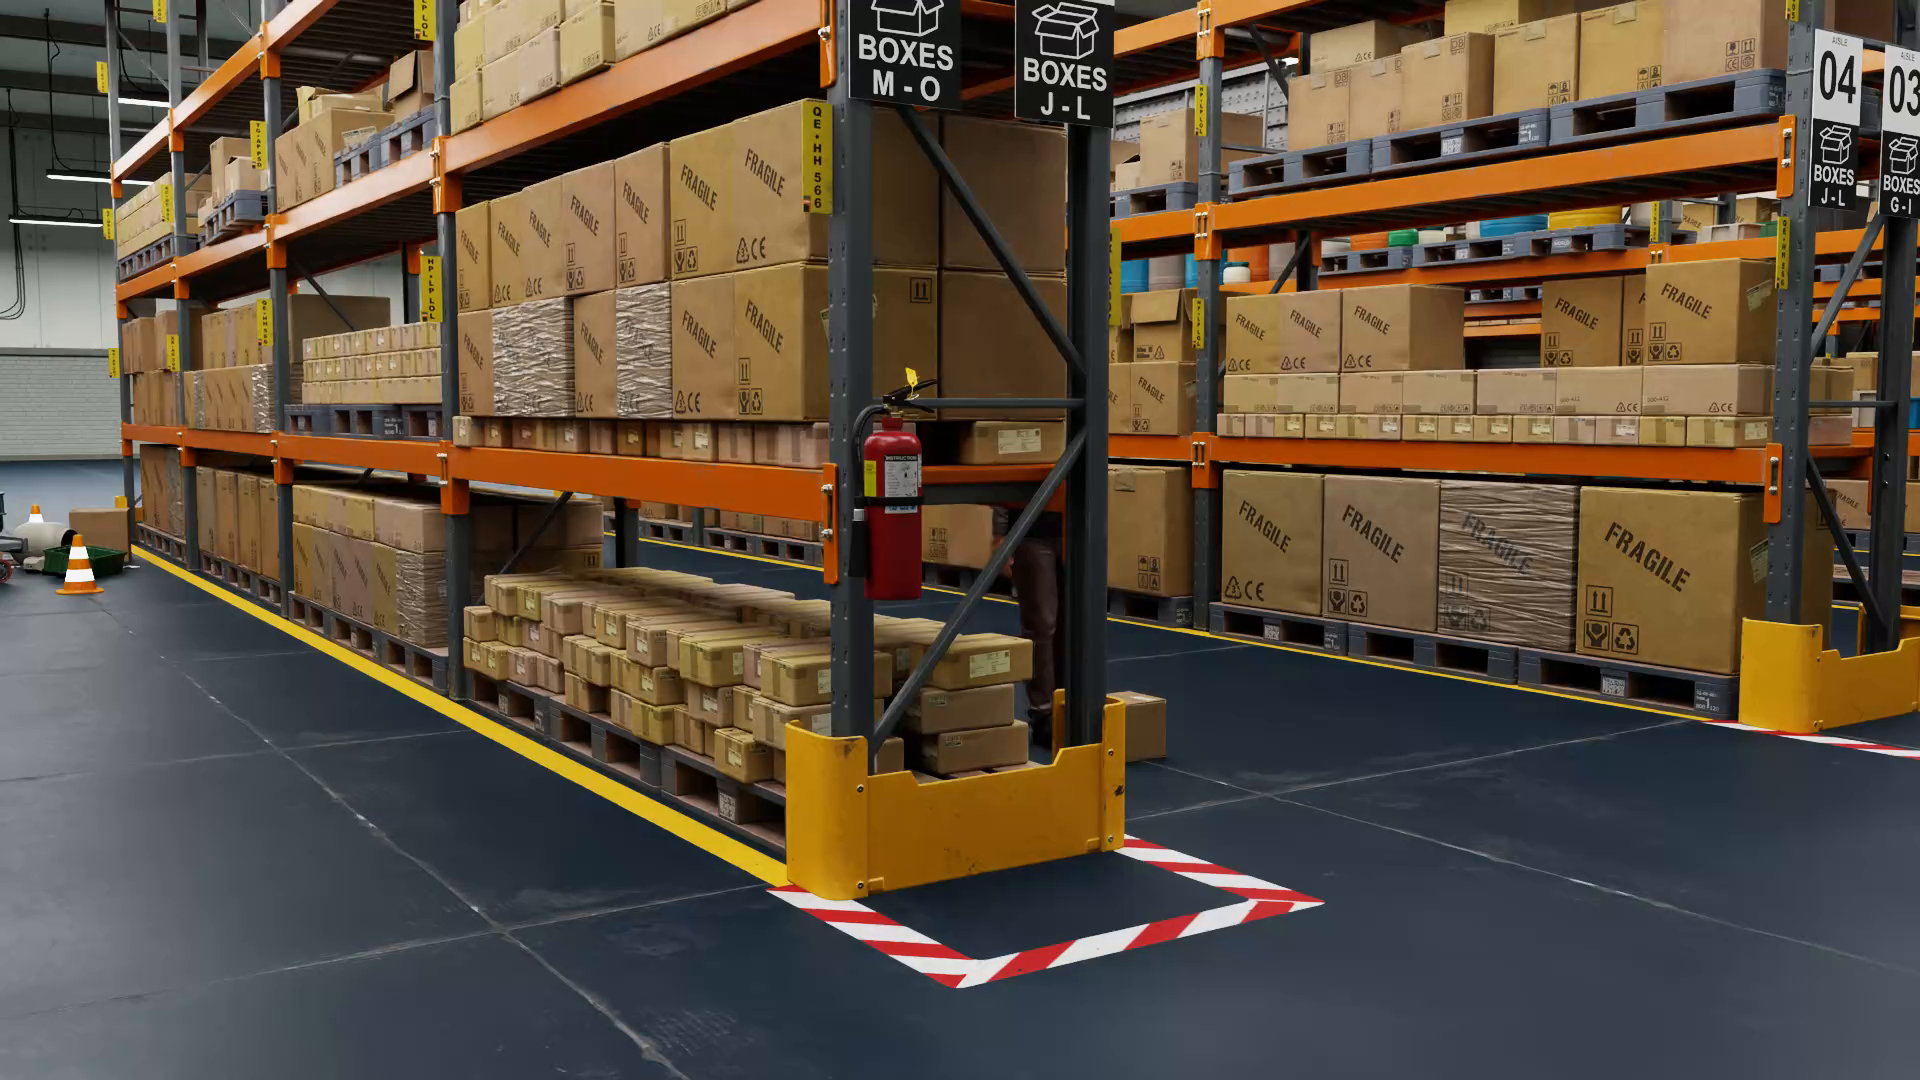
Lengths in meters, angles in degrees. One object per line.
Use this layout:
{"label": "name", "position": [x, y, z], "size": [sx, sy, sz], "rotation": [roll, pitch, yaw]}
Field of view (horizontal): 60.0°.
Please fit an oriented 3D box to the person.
{"label": "person", "position": [0.441, 0.027, 7.543], "size": [0.552, 1.723, 0.673], "rotation": [-2, 5, -24]}
